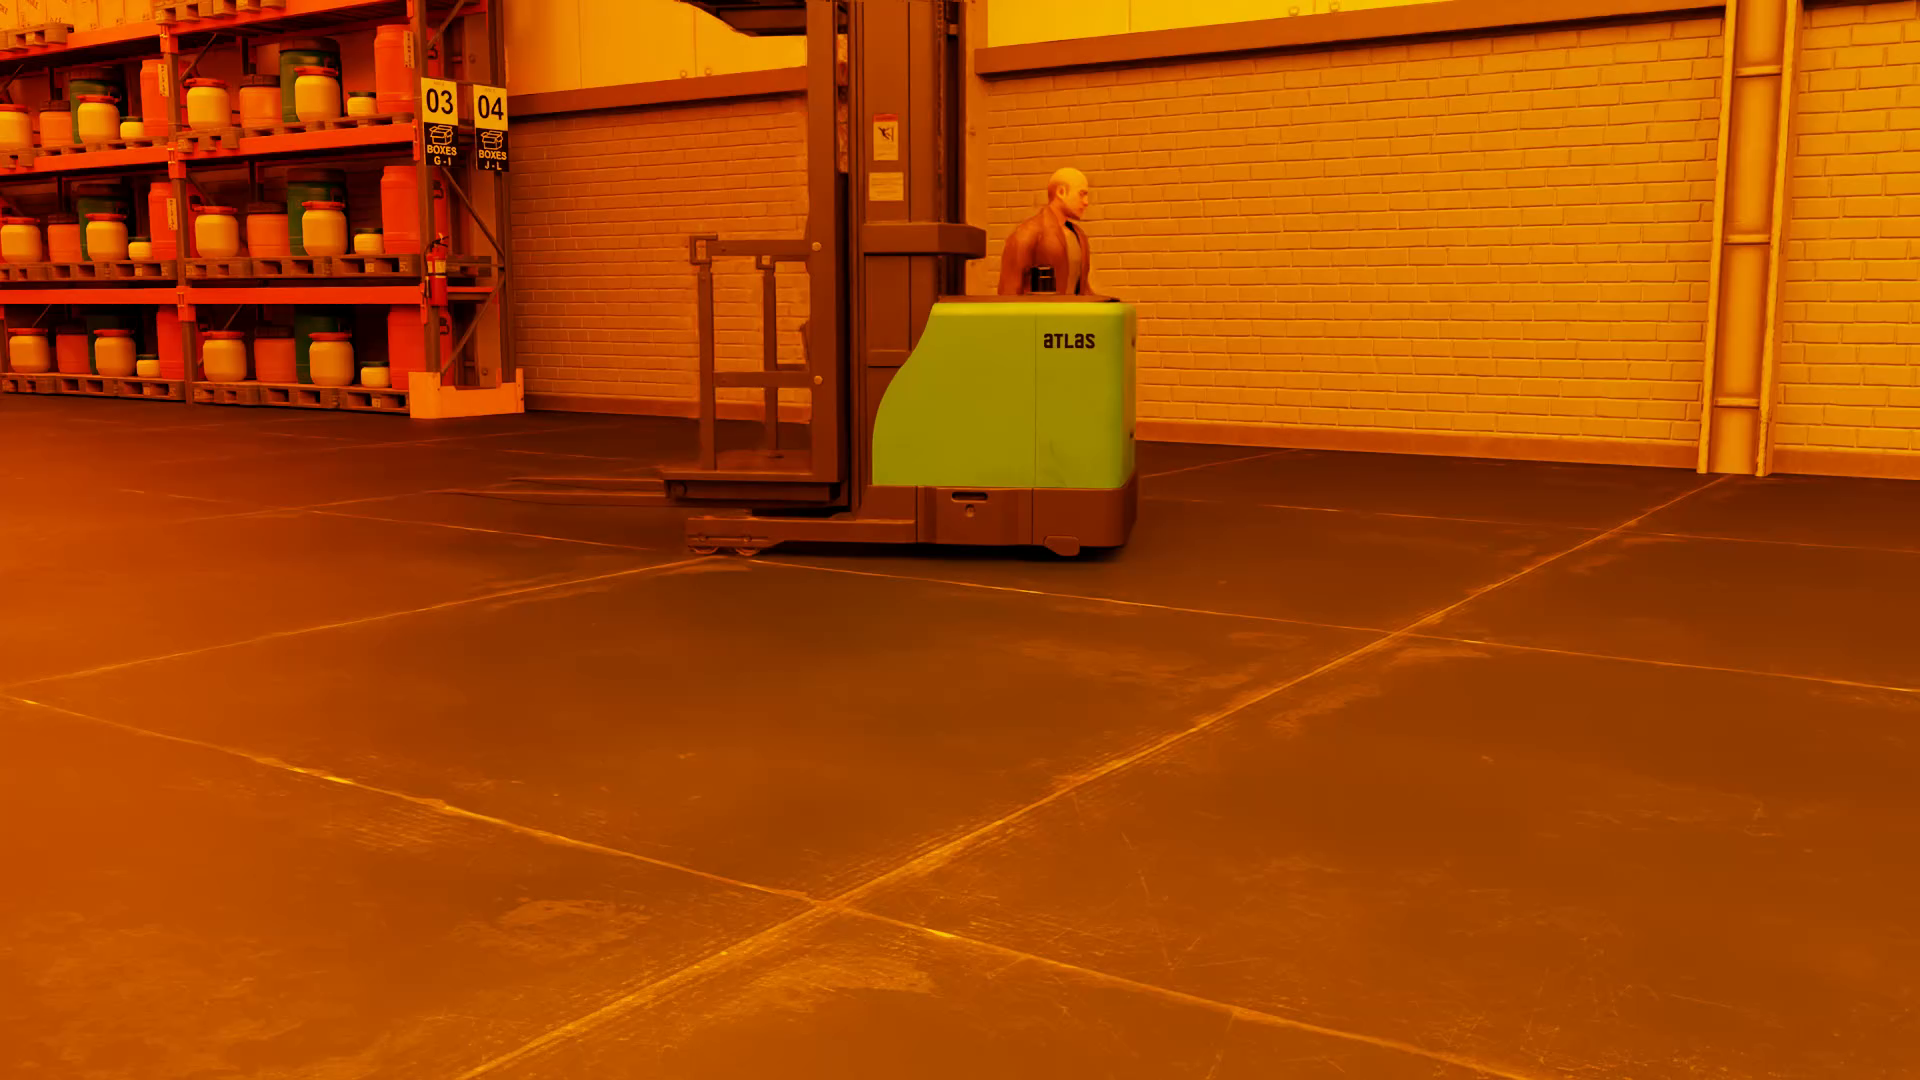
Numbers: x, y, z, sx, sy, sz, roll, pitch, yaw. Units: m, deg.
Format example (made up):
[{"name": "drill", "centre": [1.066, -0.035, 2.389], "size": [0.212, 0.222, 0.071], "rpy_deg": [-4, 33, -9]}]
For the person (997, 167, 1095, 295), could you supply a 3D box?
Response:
[{"name": "person", "centre": [0.508, -1.013, 8.530], "size": [0.409, 1.751, 0.878], "rpy_deg": [6, 10, 37]}]

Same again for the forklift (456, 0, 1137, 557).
[{"name": "forklift", "centre": [-0.736, -1.456, 7.428], "size": [3.031, 2.935, 1.130], "rpy_deg": [1, 8, 9]}]
